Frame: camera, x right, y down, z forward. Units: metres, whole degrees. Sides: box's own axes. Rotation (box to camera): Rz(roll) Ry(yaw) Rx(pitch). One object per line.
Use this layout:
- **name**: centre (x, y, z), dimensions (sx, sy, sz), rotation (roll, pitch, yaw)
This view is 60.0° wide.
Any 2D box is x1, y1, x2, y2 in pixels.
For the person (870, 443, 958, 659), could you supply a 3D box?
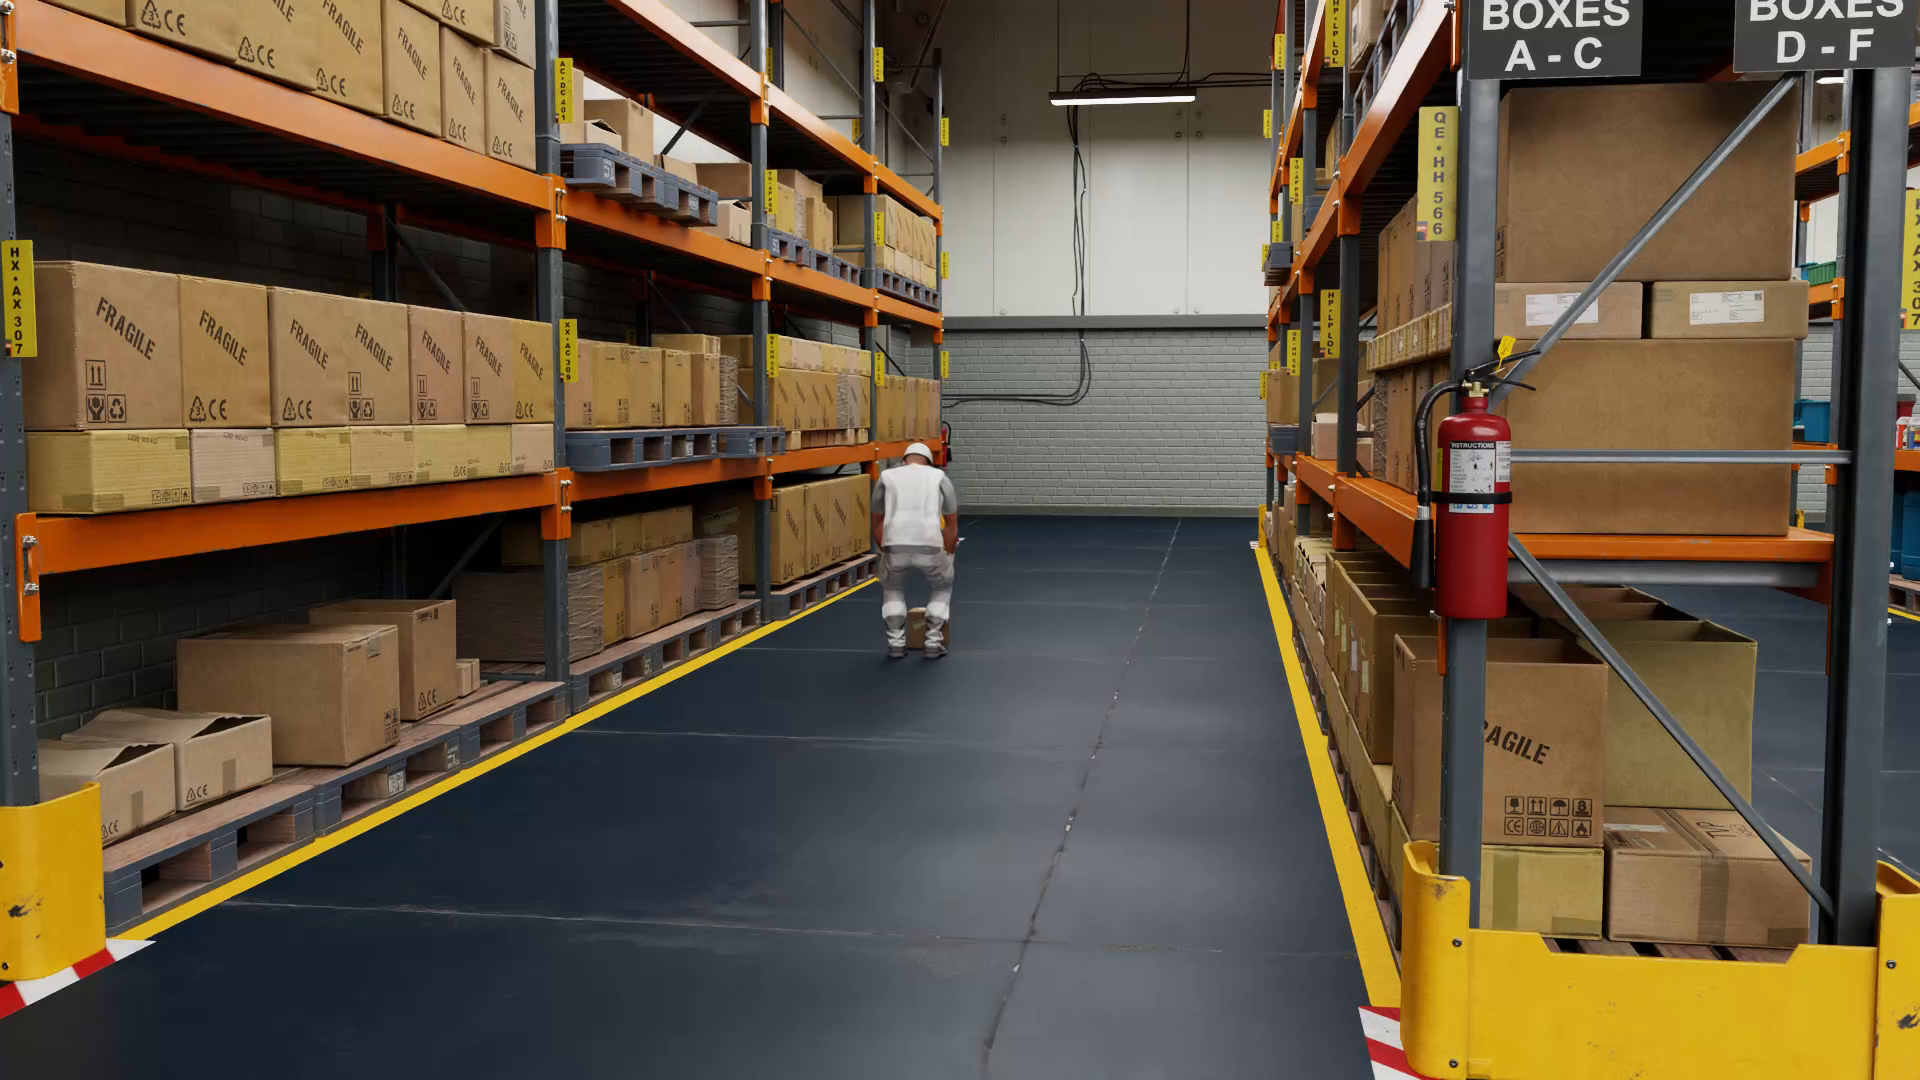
- **person**: centre (-0.320, 0.062, 11.081), dimensions (0.584, 1.412, 0.766), rotation (1, 4, 9)
